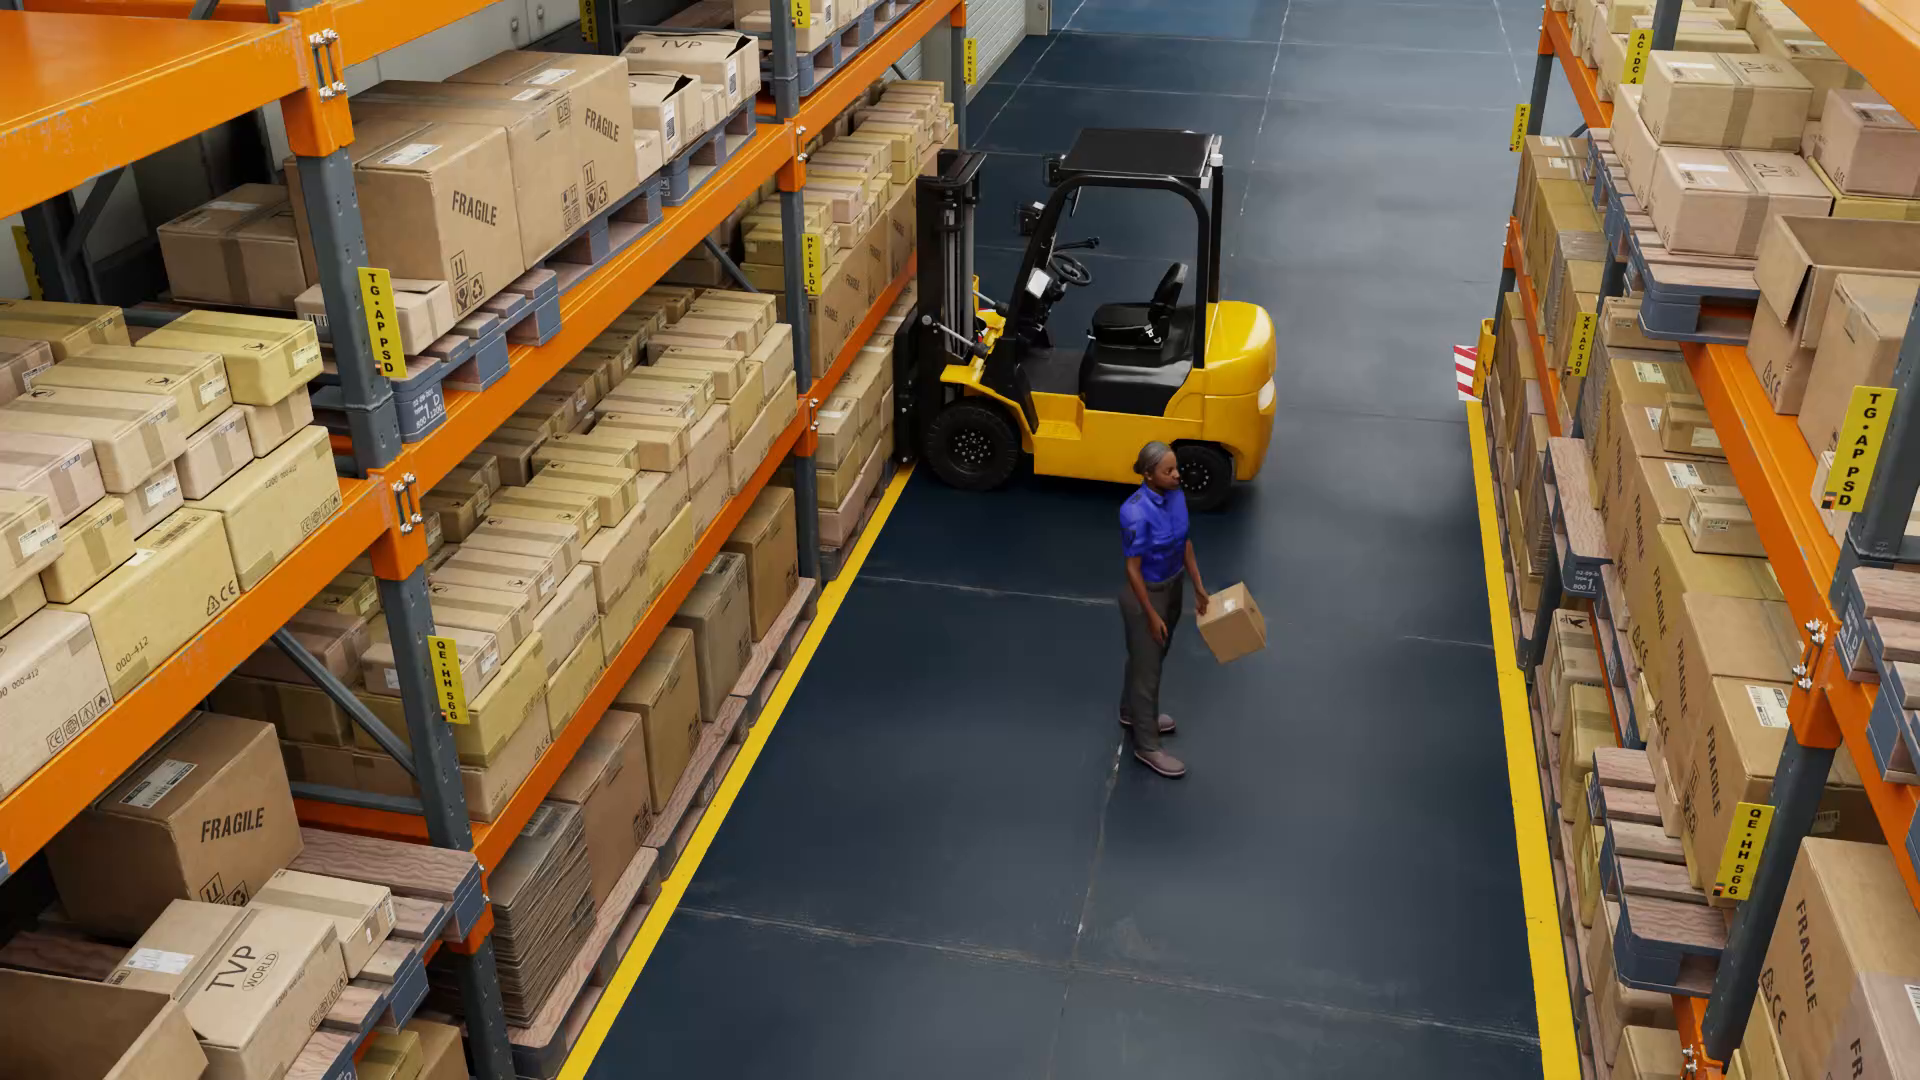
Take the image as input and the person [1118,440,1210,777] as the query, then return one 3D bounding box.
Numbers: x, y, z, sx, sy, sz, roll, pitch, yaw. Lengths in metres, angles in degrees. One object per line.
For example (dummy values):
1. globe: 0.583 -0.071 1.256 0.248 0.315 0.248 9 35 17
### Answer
1. person: 1.005 0.304 8.056 0.523 1.653 0.506 20 35 32
